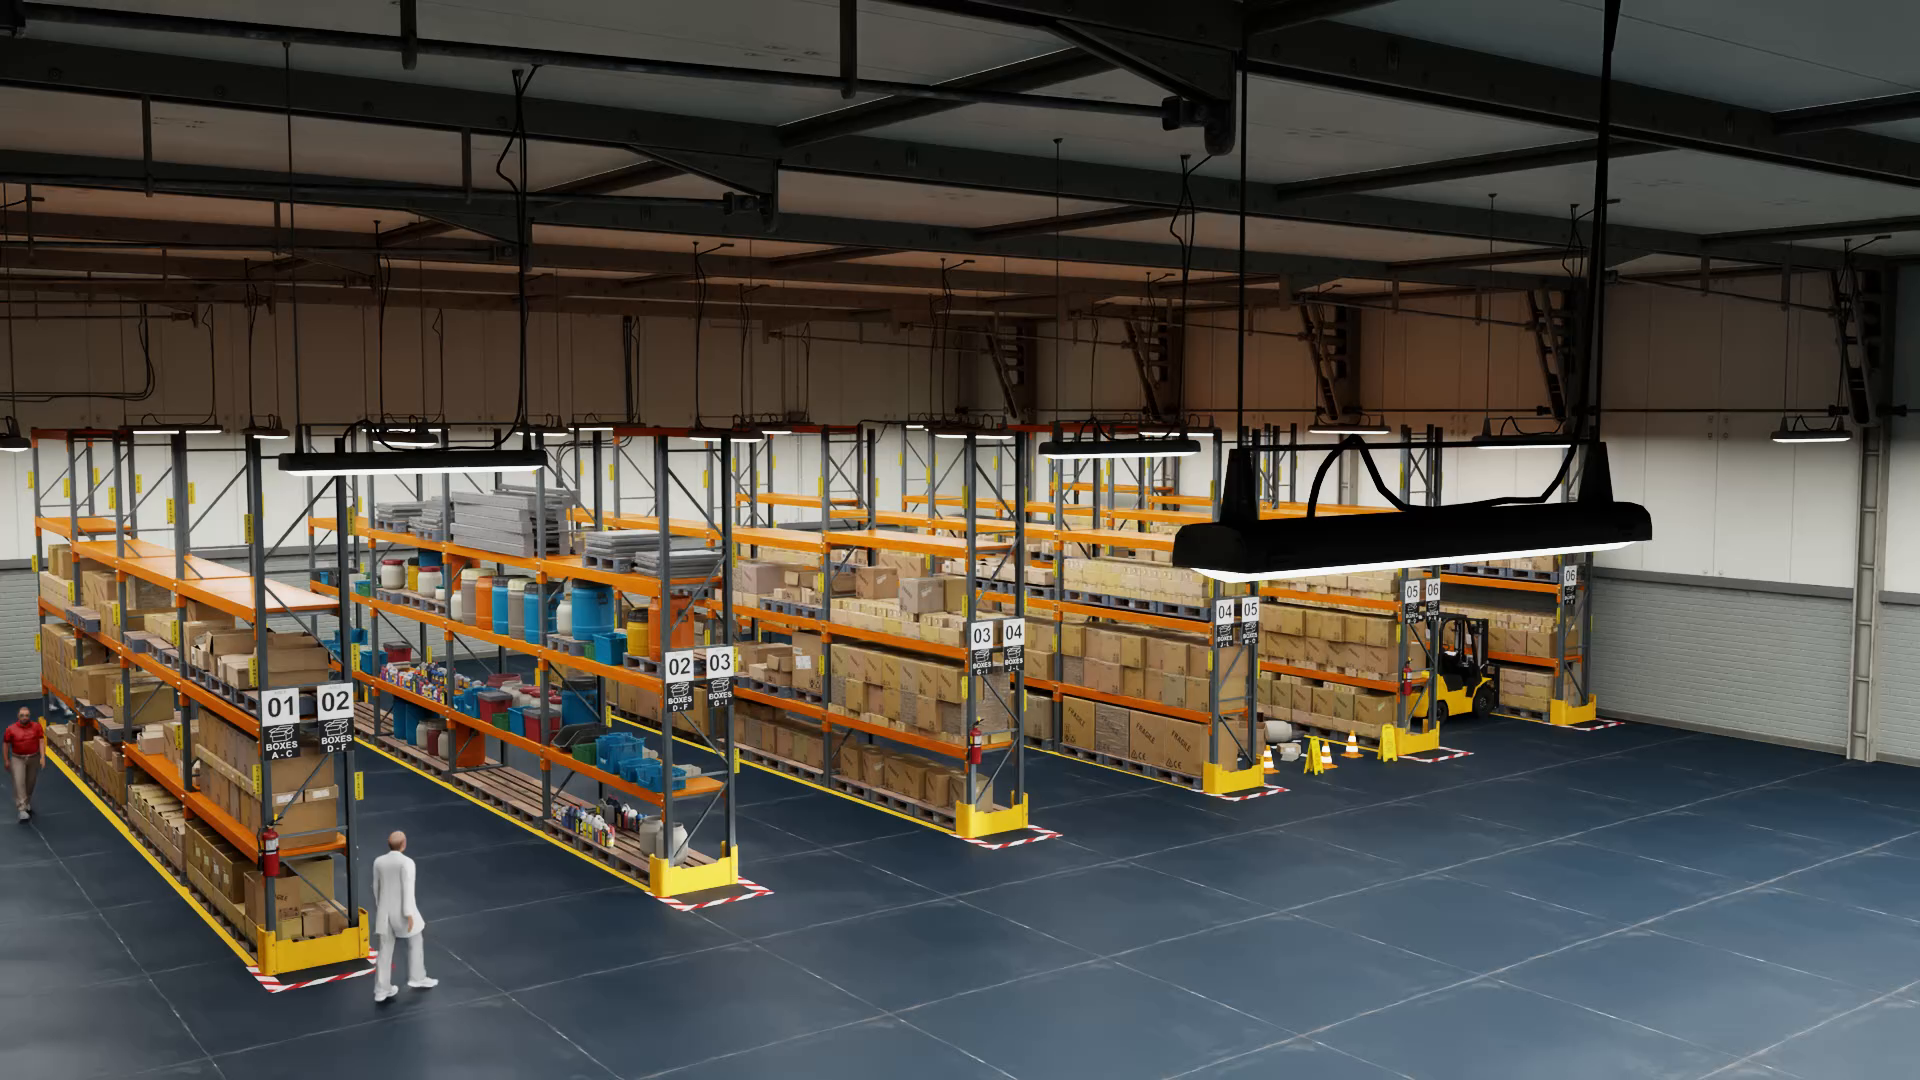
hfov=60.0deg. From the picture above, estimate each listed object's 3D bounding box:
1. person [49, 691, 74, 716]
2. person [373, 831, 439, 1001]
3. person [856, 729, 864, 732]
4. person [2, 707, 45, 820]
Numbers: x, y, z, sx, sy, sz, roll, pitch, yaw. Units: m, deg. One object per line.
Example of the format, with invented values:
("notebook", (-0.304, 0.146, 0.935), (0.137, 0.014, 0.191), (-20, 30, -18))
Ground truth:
("person", (-18.679, 2.746, 34.454), (1.102, 1.708, 0.592), (2, 5, 25))
("person", (-6.090, 4.046, 17.990), (0.606, 1.793, 0.825), (1, 5, 15))
("person", (-1.600, 2.911, 32.326), (0.995, 1.728, 0.560), (4, 6, 38))
("person", (-14.515, 3.436, 25.874), (0.983, 1.677, 0.547), (4, 6, 41))
